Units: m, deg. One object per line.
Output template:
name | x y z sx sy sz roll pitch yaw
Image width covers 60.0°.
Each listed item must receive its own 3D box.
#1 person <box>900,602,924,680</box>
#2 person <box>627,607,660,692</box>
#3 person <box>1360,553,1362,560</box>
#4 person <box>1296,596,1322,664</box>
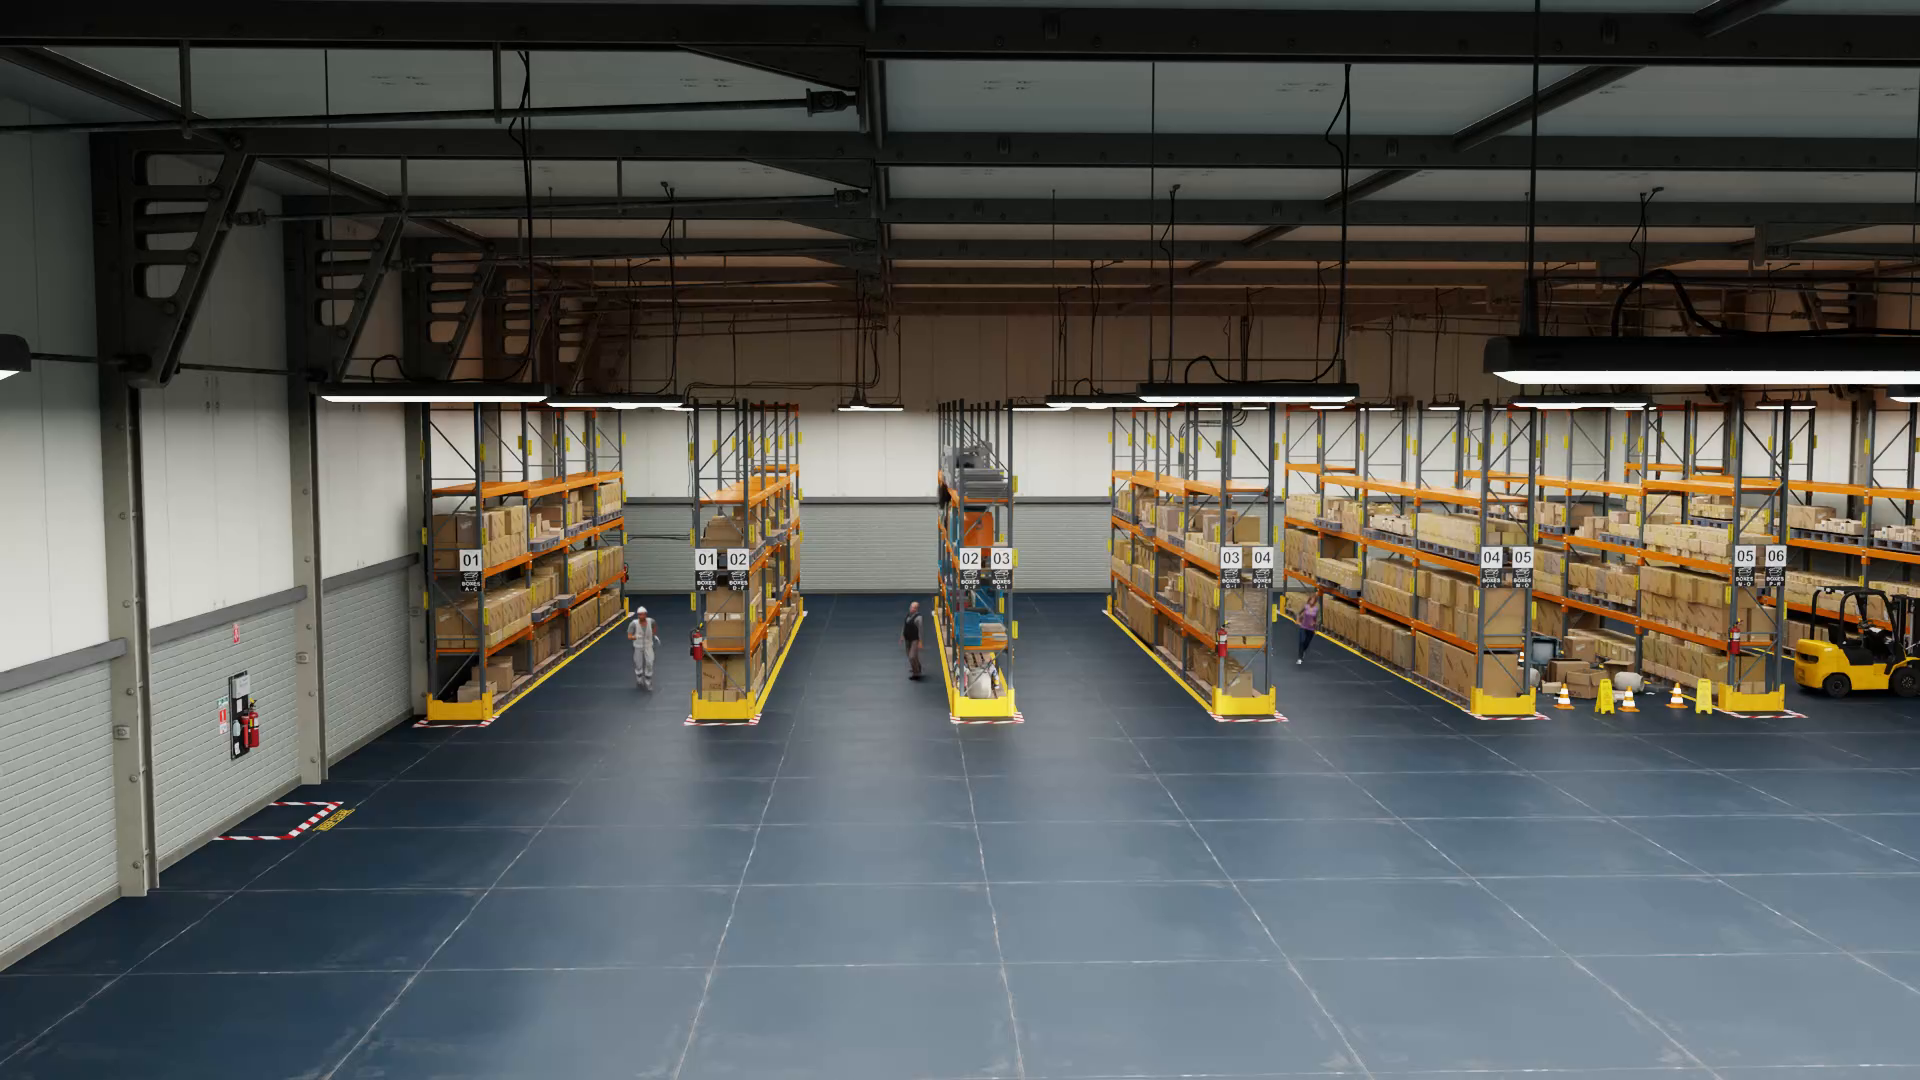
person | -0.997 2.150 36.041 0.698 1.662 0.836 -3 5 -37
person | -6.551 2.237 34.471 0.686 1.751 0.995 -1 4 -15
person | 12.170 1.082 50.677 0.783 1.567 0.539 -3 5 -31
person | 8.012 2.052 38.197 0.571 1.540 0.803 1 4 9
